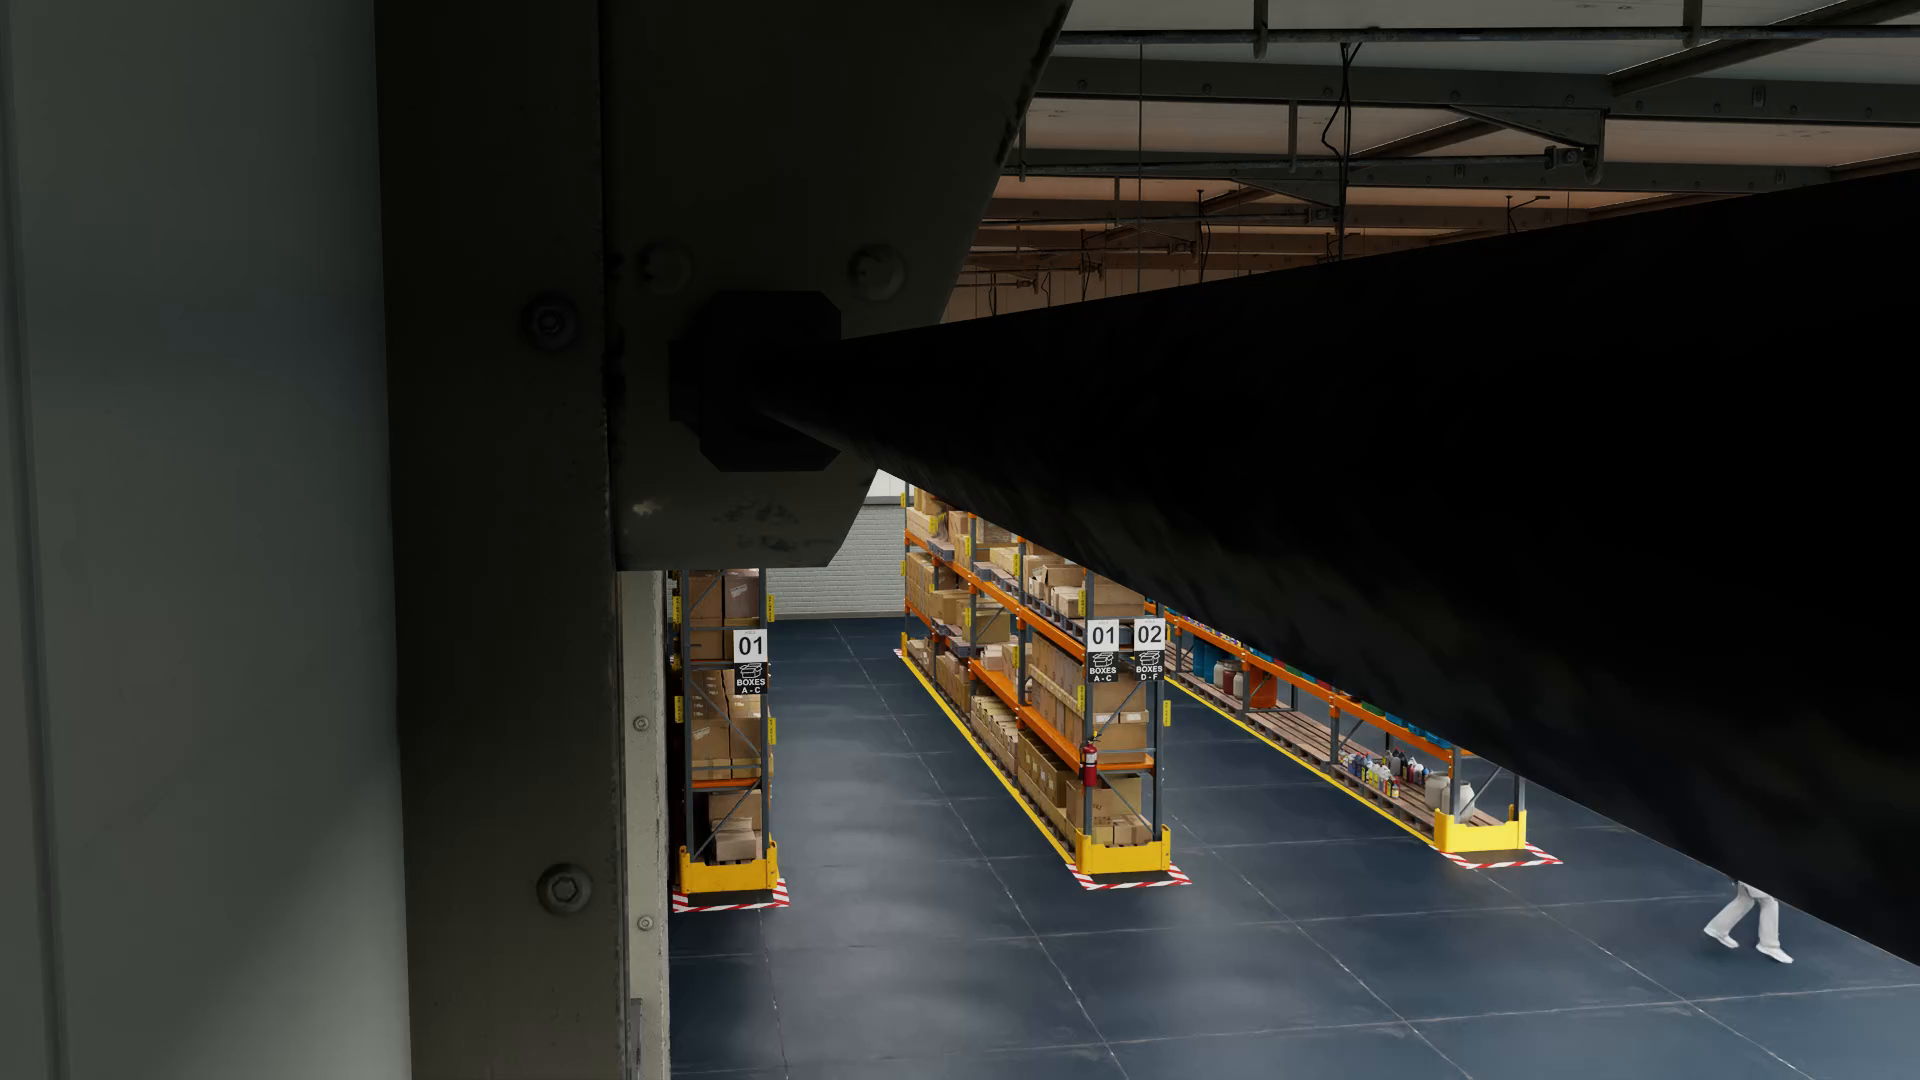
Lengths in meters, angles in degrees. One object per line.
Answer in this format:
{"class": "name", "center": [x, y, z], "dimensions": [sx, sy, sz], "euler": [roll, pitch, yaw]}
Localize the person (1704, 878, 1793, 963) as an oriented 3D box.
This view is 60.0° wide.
{"class": "person", "center": [8.507, 3.588, 17.878], "dimensions": [0.876, 1.822, 0.694], "euler": [2, 6, 19]}
